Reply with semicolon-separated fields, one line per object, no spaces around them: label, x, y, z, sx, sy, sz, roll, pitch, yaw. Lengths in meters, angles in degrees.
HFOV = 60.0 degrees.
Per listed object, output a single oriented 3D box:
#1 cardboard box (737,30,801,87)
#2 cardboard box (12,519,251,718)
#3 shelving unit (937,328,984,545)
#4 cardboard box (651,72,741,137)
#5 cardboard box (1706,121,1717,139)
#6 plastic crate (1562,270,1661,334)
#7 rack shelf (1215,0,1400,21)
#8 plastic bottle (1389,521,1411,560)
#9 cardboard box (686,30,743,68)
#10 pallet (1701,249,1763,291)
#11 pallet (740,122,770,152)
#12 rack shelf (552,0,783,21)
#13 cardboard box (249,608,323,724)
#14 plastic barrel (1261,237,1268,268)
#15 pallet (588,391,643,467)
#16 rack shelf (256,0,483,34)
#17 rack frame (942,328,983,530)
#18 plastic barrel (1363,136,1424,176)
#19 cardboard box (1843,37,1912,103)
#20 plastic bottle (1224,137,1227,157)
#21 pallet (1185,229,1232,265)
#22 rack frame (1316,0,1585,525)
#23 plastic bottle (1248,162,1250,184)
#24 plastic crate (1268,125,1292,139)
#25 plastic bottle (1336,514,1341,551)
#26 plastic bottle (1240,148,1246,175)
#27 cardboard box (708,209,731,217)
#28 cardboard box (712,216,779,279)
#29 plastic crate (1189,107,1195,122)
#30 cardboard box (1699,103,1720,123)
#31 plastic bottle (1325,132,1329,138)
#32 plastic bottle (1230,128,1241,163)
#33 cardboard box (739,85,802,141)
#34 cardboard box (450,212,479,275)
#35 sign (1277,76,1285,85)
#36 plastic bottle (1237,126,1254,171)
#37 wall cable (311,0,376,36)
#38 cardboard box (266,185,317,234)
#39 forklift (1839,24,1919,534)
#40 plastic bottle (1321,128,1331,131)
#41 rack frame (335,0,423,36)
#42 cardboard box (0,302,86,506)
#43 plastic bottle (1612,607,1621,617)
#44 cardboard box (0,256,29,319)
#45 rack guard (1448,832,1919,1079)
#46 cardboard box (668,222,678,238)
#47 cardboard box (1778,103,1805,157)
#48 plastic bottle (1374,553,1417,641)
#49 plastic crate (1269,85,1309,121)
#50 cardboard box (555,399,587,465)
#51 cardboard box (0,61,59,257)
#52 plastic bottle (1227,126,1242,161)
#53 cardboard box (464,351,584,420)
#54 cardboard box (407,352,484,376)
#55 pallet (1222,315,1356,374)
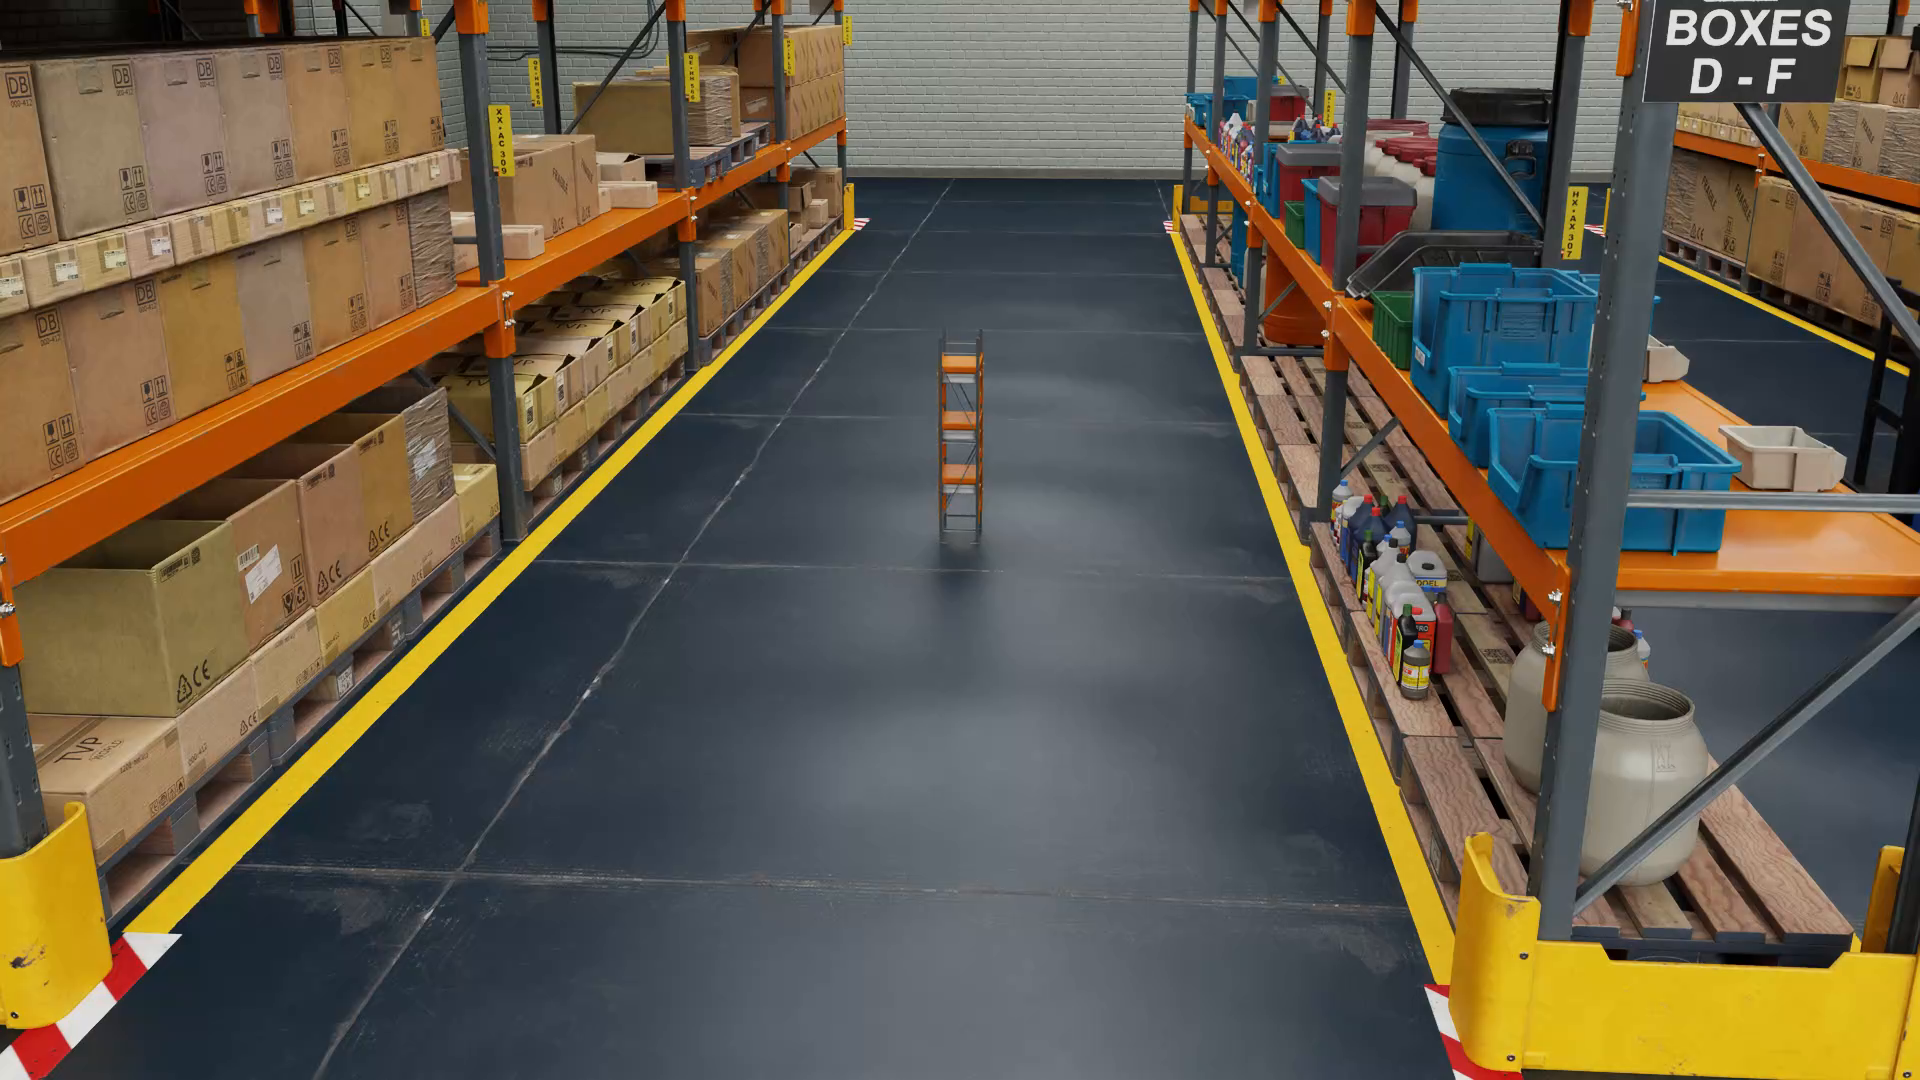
cardboard box;-1.816;-4.582;15.824;0.500;0.500;0.500;2;18;5
cardboard box;-2.696;0.241;5.407;0.500;0.500;0.500;1;18;4
shelving unit;0.004;-0.516;8.310;0.215;1.050;0.252;1;18;4
cardboard box;-2.196;-3.617;13.808;0.700;0.500;0.500;-3;18;-10
cardboard box;7.519;-4.000;16.216;0.380;0.149;0.250;2;18;5
plastic crate;2.428;-0.903;6.600;0.499;0.251;0.616;1;18;4
rack shelf;2.667;-4.270;12.976;1.077;0.370;4.000;1;18;4
plastic bottle;1.875;0.053;7.118;0.097;0.271;0.097;0;18;0
cardboard box;-2.352;-4.605;15.894;0.500;0.500;0.500;1;18;4
pallet;7.883;-2.607;16.039;1.003;0.211;1.213;1;18;4
pallet;-2.297;-3.583;14.848;1.003;0.211;1.213;1;18;4
rack shelf;-2.274;-4.382;13.317;1.077;0.370;4.000;1;18;4
cardboard box;-2.662;0.442;5.998;0.500;0.250;0.500;1;18;4
plastic barrel;2.622;-2.122;13.281;0.600;0.588;0.708;1;18;4
pallet;-2.605;-0.720;10.280;1.003;0.211;1.213;1;18;4
rack shelf;-2.847;-1.897;5.735;1.077;0.370;4.000;1;18;4
rack frame;0.013;-0.553;8.426;0.200;1.050;0.008;1;18;4
plastic barrel;2.632;-2.164;10.030;0.421;0.512;0.421;0;18;0
cardboard box;7.652;-3.810;13.462;0.797;0.503;0.637;1;18;5
plastic bottle;2.328;-3.399;14.298;0.097;0.201;0.097;0;18;0
pallet;2.909;-3.092;17.520;1.003;0.211;1.213;1;18;4
rack frame;2.236;-1.323;7.644;1.000;3.000;0.127;1;18;4
plastic bottle;2.170;-2.714;12.206;0.097;0.201;0.097;0;18;0
plastic crate;2.986;-3.853;15.690;0.396;0.136;0.243;1;18;4
plastic bottle;1.762;-0.050;7.547;0.097;0.201;0.097;0;18;0
plastic bottle;2.219;-2.925;12.852;0.097;0.201;0.097;0;18;0
cardboard box;-2.408;-2.796;15.447;0.500;0.500;0.500;0;18;1
cardboard box;-1.924;-2.628;14.934;0.500;0.500;0.500;1;18;4
plastic crate;2.596;-4.576;17.897;0.250;0.136;0.298;1;18;4
cardboard box;7.591;-4.230;16.278;0.500;0.250;0.500;2;18;5
plastic bottle;2.964;-3.157;13.446;0.097;0.271;0.097;0;18;0
plastic bottle;2.314;-3.254;13.736;0.152;0.276;0.135;1;18;4
cardboard box;-1.822;-4.119;16.017;0.500;0.500;0.500;2;18;5
cardboard box;-2.712;-1.518;8.478;0.500;0.250;0.500;2;18;7
sign;3.647;-5.121;18.971;0.100;0.325;0.005;1;18;4
plastic bottle;2.262;-3.081;13.087;0.144;0.351;0.185;1;18;4
wall cable;-7.637;-6.173;20.813;0.084;1.984;1.851;1;18;4
cardboard box;-2.618;-1.225;6.141;0.380;0.149;0.250;2;18;6
forklift;4.830;-1.221;7.442;1.130;2.935;3.031;3;18;8
plastic bottle;3.032;-3.308;13.899;0.152;0.276;0.135;1;18;4
rack frame;-6.785;-5.271;19.693;1.000;3.000;0.127;1;18;4
cardboard box;-2.944;-0.385;4.620;0.700;0.500;0.500;1;18;4
plastic bottle;2.415;0.344;6.232;0.097;0.271;0.097;0;18;0
cardboard box;-2.748;-0.666;4.435;0.380;0.149;0.250;1;18;4
rack guard;1.908;1.082;4.318;1.175;0.500;0.348;1;18;4
cardboard box;-2.515;-2.686;13.907;0.500;0.250;0.500;1;18;3
cardboard box;7.468;-3.608;14.455;0.500;0.500;0.500;1;18;4
plastic bottle;1.707;0.216;6.493;0.144;0.351;0.185;2;18;6
plastic crate;3.124;-4.139;16.037;0.402;0.464;0.583;1;18;4
cardboard box;-2.390;-0.606;9.198;0.500;0.250;0.500;2;18;5
cardboard box;-2.941;-1.018;4.468;0.700;0.500;0.500;1;18;4
plastic bottle;2.330;-3.326;13.956;0.152;0.276;0.135;1;18;4
cardboard box;-2.385;-0.873;9.110;0.500;0.311;0.500;1;18;3
cardboard box;-2.930;-0.888;9.158;0.500;0.311;0.500;2;18;5
pallet;2.538;-1.486;12.620;1.003;0.211;1.213;1;18;4
